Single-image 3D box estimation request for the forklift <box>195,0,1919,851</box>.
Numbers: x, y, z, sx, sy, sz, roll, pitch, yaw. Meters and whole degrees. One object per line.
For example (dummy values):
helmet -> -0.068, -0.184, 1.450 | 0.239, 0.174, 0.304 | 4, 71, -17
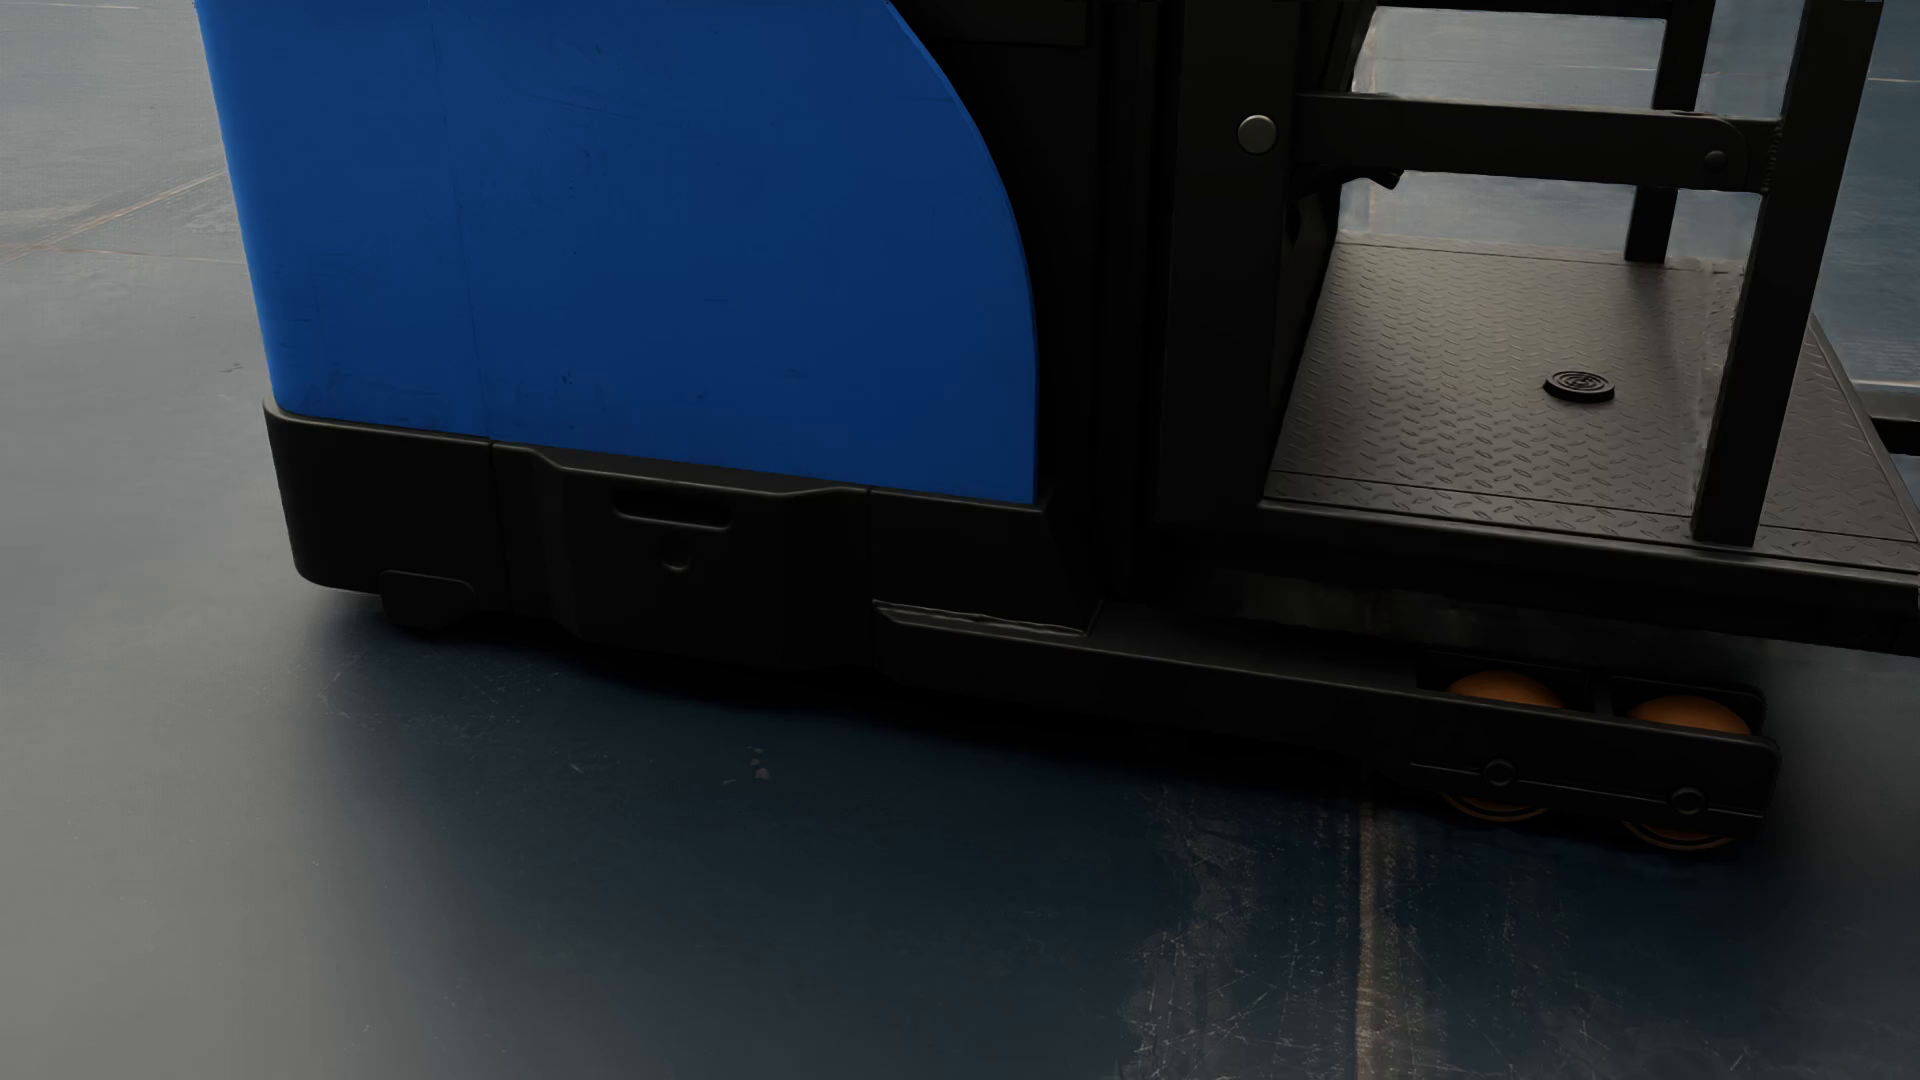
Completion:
forklift -> 0.659, -1.235, 1.694 | 3.031, 2.935, 1.130 | 7, 28, 14
